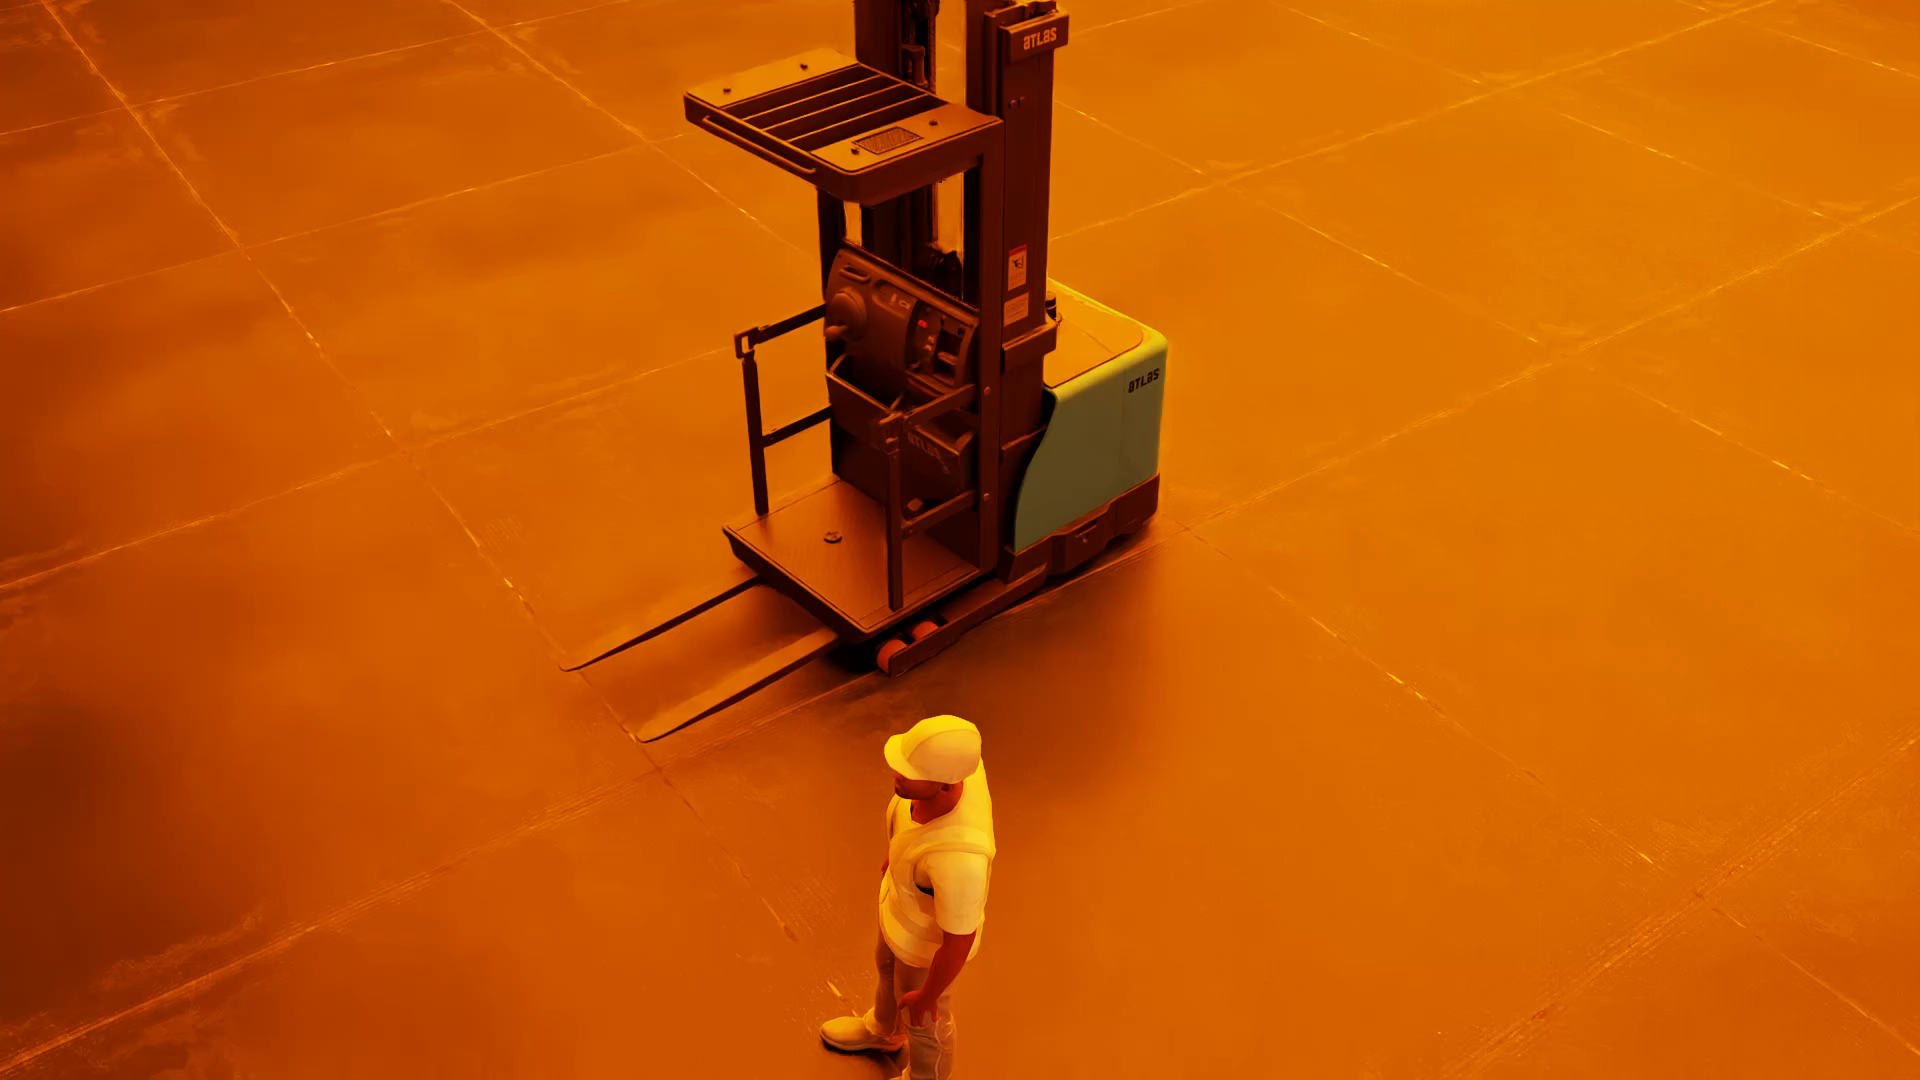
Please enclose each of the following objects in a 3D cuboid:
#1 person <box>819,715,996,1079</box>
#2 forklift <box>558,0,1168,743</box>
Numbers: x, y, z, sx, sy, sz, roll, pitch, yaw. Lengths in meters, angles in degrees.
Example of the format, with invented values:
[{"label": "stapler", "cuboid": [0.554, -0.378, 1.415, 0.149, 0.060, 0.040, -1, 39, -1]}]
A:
[{"label": "person", "cuboid": [-0.183, 1.210, 5.276, 0.579, 1.765, 0.666, -5, 37, -6]}, {"label": "forklift", "cuboid": [-0.422, -0.910, 7.175, 3.031, 2.935, 1.130, -28, 45, -33]}]
